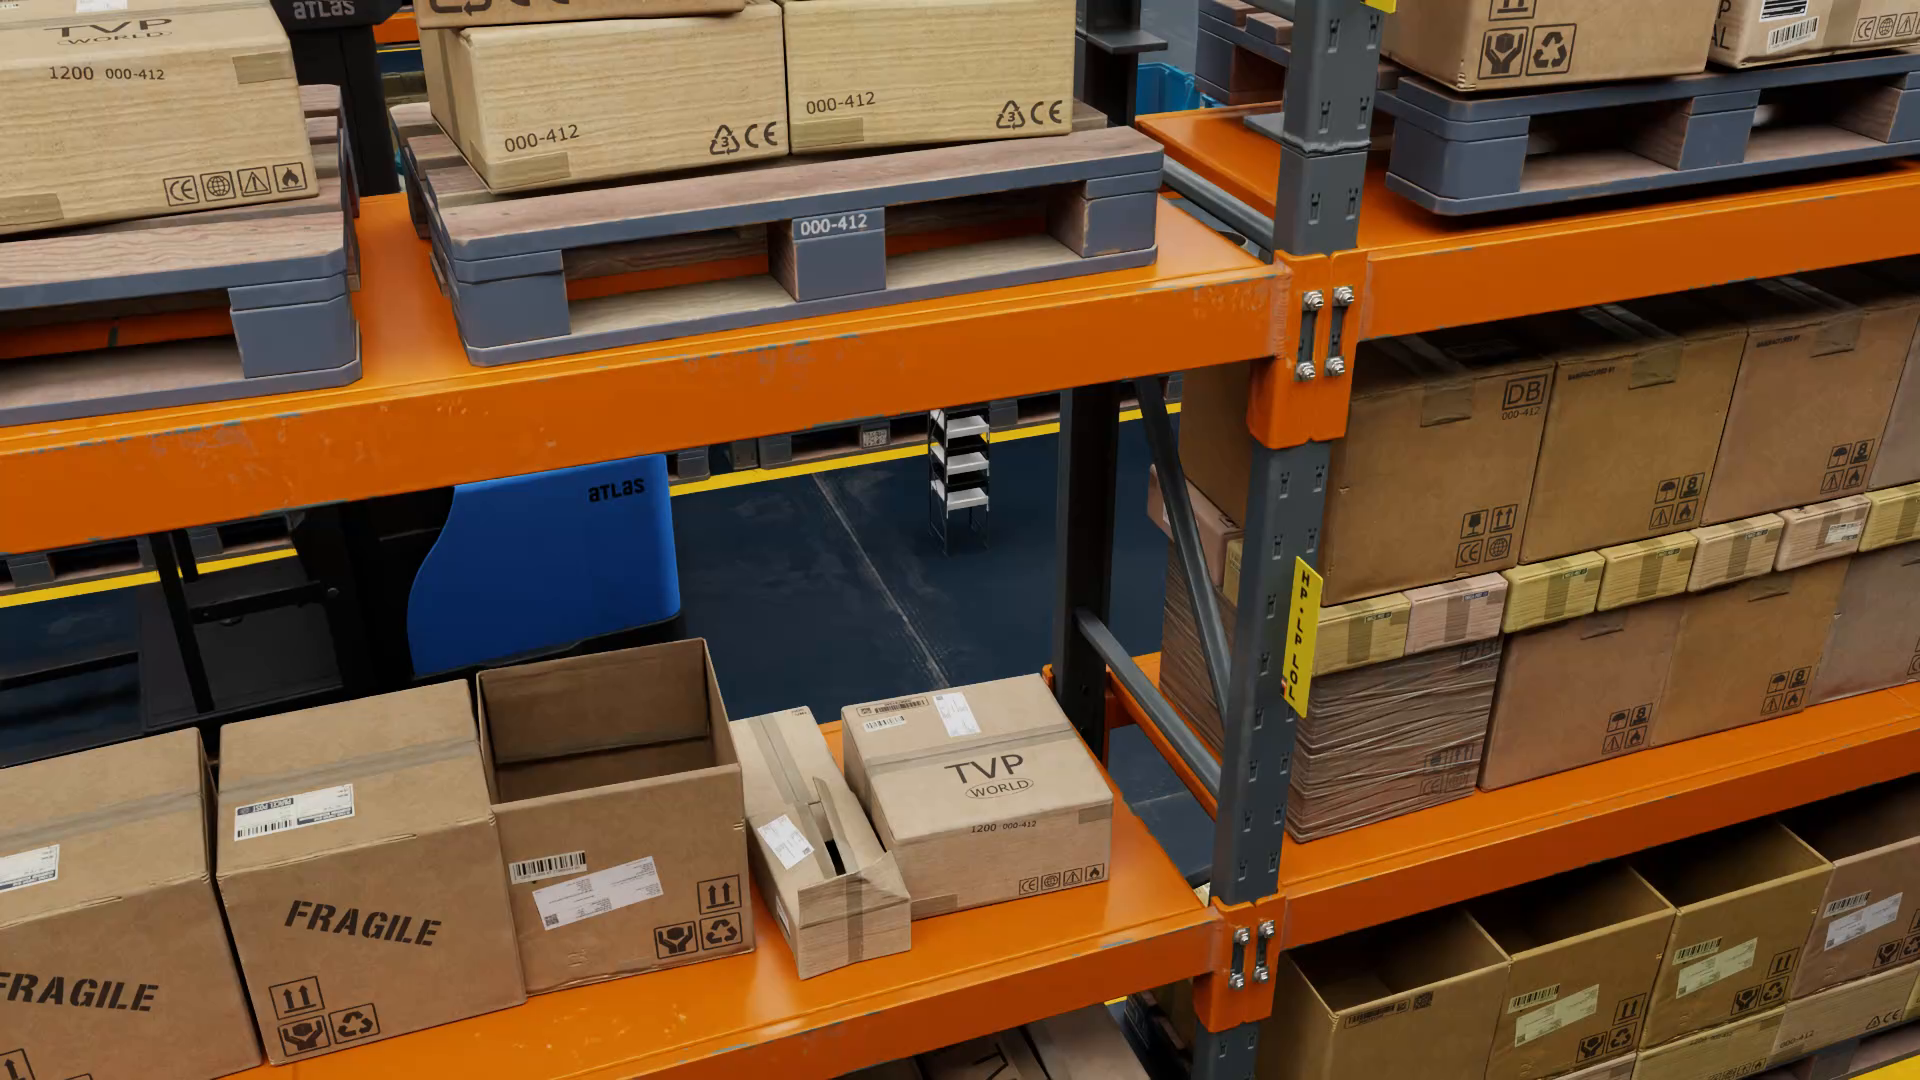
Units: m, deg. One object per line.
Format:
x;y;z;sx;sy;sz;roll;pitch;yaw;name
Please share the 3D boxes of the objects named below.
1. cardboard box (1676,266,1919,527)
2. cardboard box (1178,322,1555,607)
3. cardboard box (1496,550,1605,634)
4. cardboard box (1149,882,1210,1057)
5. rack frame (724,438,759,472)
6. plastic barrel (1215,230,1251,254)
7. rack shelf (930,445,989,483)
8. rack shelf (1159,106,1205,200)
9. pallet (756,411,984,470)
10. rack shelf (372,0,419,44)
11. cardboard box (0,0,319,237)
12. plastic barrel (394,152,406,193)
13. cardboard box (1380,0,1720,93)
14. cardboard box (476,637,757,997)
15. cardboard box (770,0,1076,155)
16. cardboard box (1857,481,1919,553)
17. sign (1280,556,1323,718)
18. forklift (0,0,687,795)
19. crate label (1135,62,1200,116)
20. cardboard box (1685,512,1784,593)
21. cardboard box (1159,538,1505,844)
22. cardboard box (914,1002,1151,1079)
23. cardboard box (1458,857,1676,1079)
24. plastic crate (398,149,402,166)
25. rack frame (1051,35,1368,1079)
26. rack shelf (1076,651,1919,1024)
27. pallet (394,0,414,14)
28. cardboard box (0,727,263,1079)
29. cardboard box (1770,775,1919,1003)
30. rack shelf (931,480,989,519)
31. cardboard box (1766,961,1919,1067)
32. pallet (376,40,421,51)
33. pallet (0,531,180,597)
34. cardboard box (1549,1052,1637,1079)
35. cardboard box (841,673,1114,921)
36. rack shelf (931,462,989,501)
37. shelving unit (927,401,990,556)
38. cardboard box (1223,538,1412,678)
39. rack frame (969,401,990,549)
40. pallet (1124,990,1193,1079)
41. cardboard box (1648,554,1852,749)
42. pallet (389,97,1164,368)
1.831;-0.449;4.096;0.500;0.500;0.700;-10;31;-18;cardboard box
0.888;-0.275;3.790;0.500;0.500;0.700;-10;31;-17;cardboard box
1.271;0.041;3.891;0.250;0.149;0.380;-11;32;-19;cardboard box
0.833;1.243;4.892;0.500;0.250;0.500;-10;31;-18;cardboard box
-1.249;-1.887;8.032;0.127;3.000;1.000;-10;31;-18;rack frame
1.440;-1.443;9.342;0.421;0.512;0.421;0;30;0;plastic barrel
-0.008;-0.361;7.541;0.200;0.077;0.258;-10;31;-18;rack shelf
0.625;-1.919;8.816;4.000;0.370;1.077;-10;31;-18;rack shelf
-0.605;-0.772;8.891;1.213;0.211;1.003;-10;31;-18;pallet
-4.851;-3.527;11.637;4.000;0.370;1.077;-10;31;-18;rack shelf
-1.339;-0.707;2.658;0.500;0.250;0.500;-13;32;-22;cardboard box
-2.543;-1.669;7.790;0.301;0.262;0.301;0;30;0;plastic barrel
1.039;-1.143;3.029;0.500;0.500;0.500;-8;31;-14;cardboard box
-0.744;0.584;3.593;0.500;0.500;0.500;-8;31;-14;cardboard box
-0.106;-0.907;3.008;0.500;0.250;0.500;-7;30;-12;cardboard box
2.245;-0.139;4.207;0.250;0.149;0.380;-11;31;-18;cardboard box
0.673;0.193;3.291;0.005;0.325;0.100;-10;31;-18;sign
-2.663;-0.628;5.892;3.031;2.935;1.130;-13;32;-21;forklift
0.869;-2.149;8.457;0.616;0.435;0.502;-10;31;-18;crate label
1.751;-0.047;4.046;0.250;0.149;0.380;-11;32;-19;cardboard box
0.888;0.289;4.112;0.500;0.500;0.700;-11;32;-19;cardboard box
0.195;1.383;4.078;0.500;0.311;0.500;-10;31;-18;cardboard box
1.484;1.074;4.431;0.500;0.500;0.500;-10;31;-18;cardboard box
-2.174;-1.545;7.448;0.575;0.384;0.392;-10;31;-18;plastic crate
0.475;0.412;3.997;0.127;3.000;1.000;-10;31;-18;rack frame
2.349;0.379;4.781;4.000;0.370;1.077;-10;31;-18;rack shelf
-3.743;-4.037;11.999;1.213;0.211;1.003;-10;31;-18;pallet
-1.707;0.762;3.282;0.500;0.500;0.500;-12;32;-20;cardboard box
2.424;0.904;4.730;0.500;0.500;0.500;-10;31;-18;cardboard box
-0.008;-0.204;7.630;0.200;0.077;0.258;-10;31;-18;rack shelf
2.422;1.228;4.918;0.500;0.250;0.500;-10;31;-18;cardboard box
-5.308;-5.124;16.530;1.213;0.211;1.003;-10;31;-18;pallet
-4.258;-0.100;7.713;1.213;0.211;1.003;-10;31;-18;pallet
1.485;1.401;4.614;0.500;0.250;0.500;-10;31;-18;cardboard box
0.029;0.582;3.849;0.500;0.250;0.500;-8;31;-15;cardboard box
-0.008;-0.282;7.586;0.200;0.077;0.258;-10;31;-18;rack shelf
-0.008;-0.390;7.525;0.210;0.900;0.258;-10;31;-18;shelving unit
0.794;0.130;3.735;0.250;0.149;0.380;-10;31;-18;cardboard box
0.088;-0.407;7.556;0.006;0.900;0.240;-10;31;-18;rack frame
1.235;1.506;4.894;1.213;0.211;1.003;-10;31;-18;pallet
1.852;0.110;4.425;0.500;0.500;0.700;-10;31;-17;cardboard box
-0.347;-0.650;3.024;1.217;0.209;0.805;-12;32;-20;pallet
